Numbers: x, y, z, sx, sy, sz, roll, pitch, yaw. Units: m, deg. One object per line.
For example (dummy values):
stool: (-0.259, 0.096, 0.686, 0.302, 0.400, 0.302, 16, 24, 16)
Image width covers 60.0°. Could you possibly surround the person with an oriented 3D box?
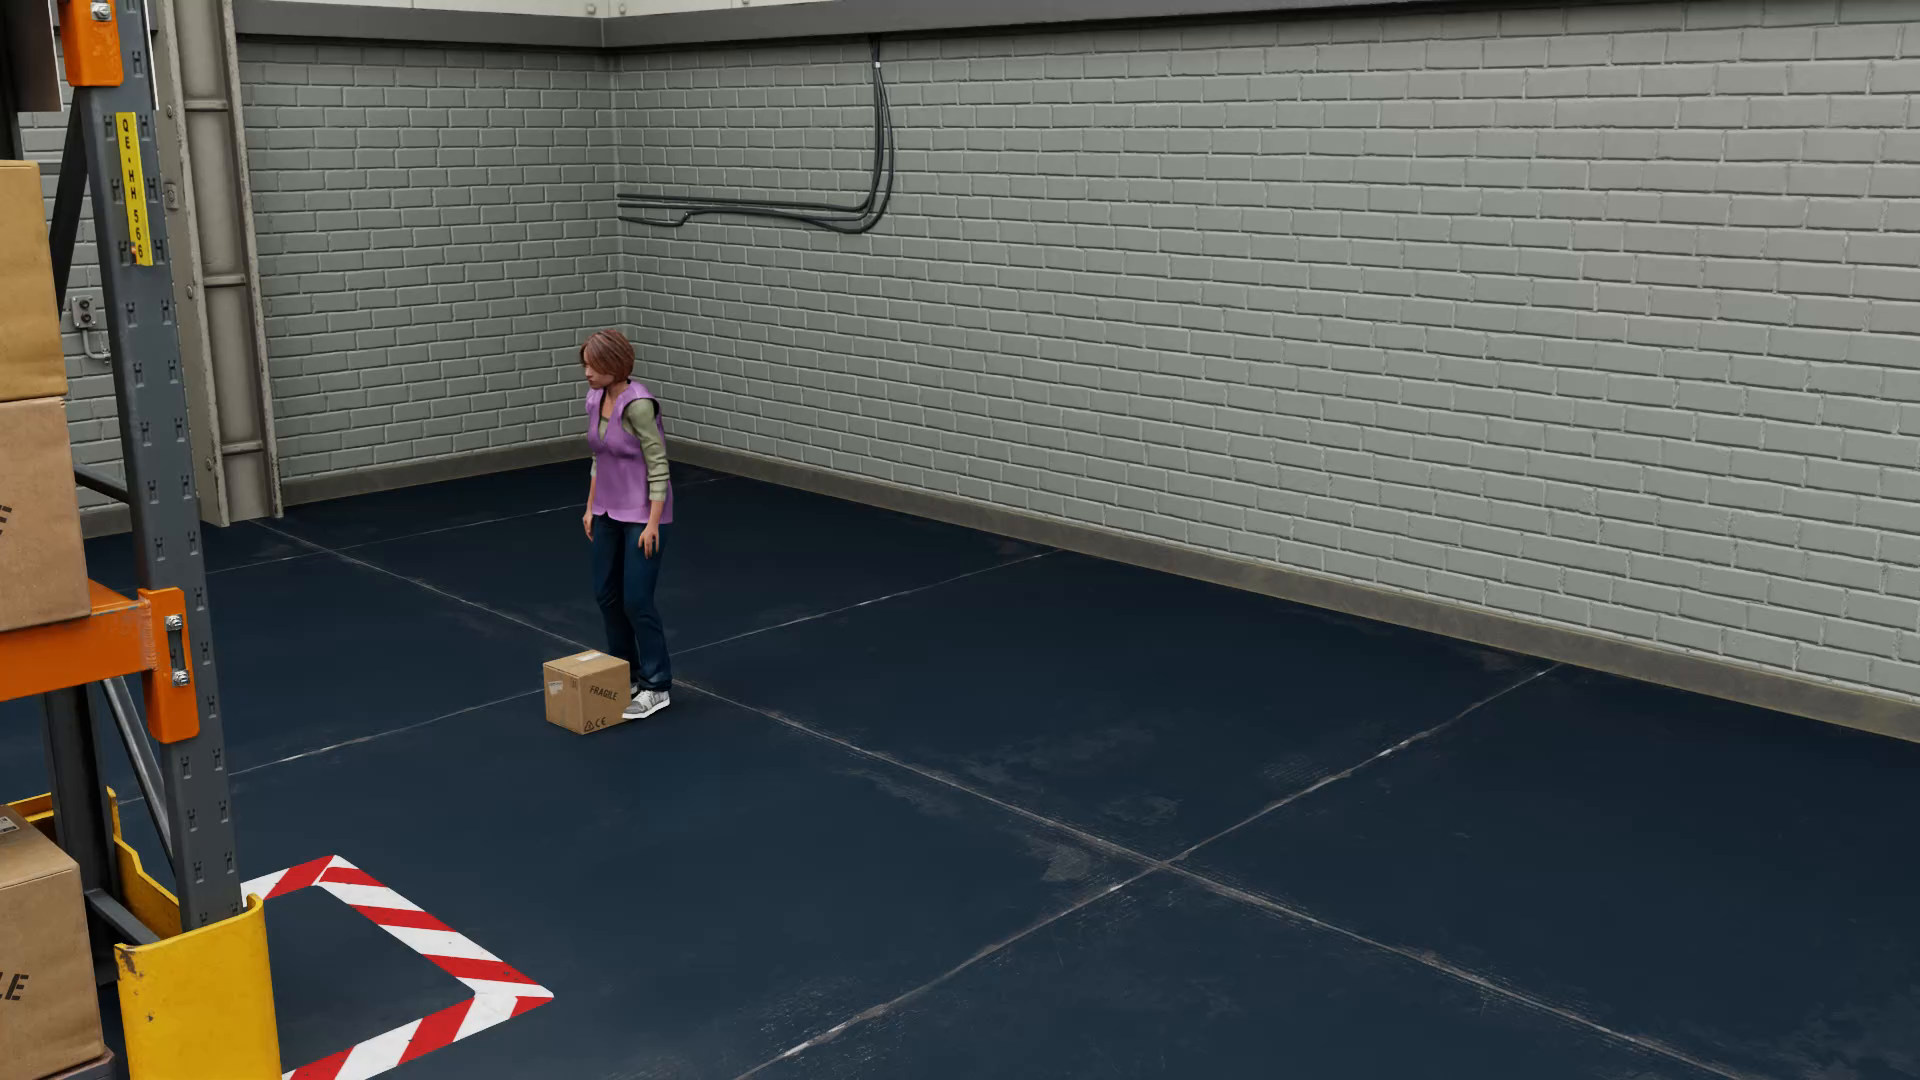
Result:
person: (-1.367, -0.072, 6.812, 0.472, 1.593, 0.350, 13, 19, 41)
